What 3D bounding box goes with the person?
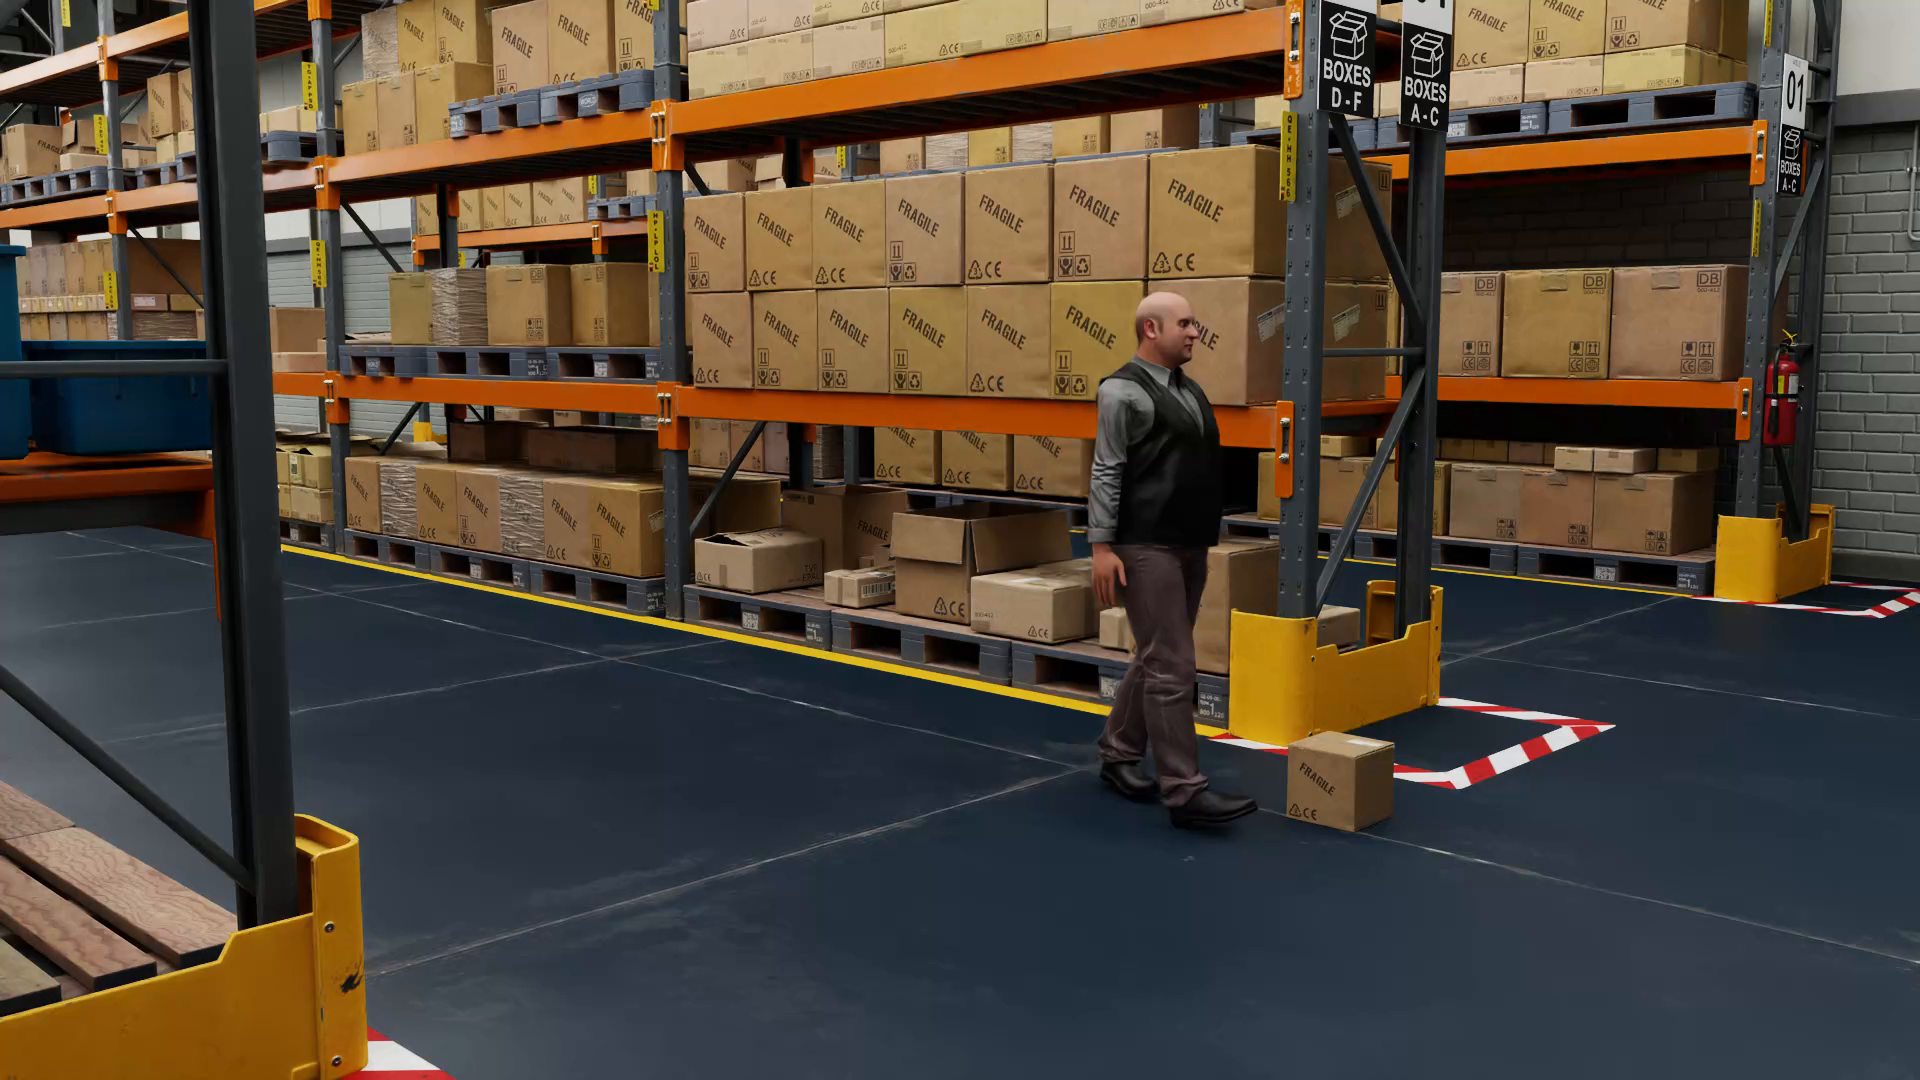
[{"bbox_3d":[0.707,0.048,5.464,0.742,1.713,0.576,6,9,38],"label":"person"}]
